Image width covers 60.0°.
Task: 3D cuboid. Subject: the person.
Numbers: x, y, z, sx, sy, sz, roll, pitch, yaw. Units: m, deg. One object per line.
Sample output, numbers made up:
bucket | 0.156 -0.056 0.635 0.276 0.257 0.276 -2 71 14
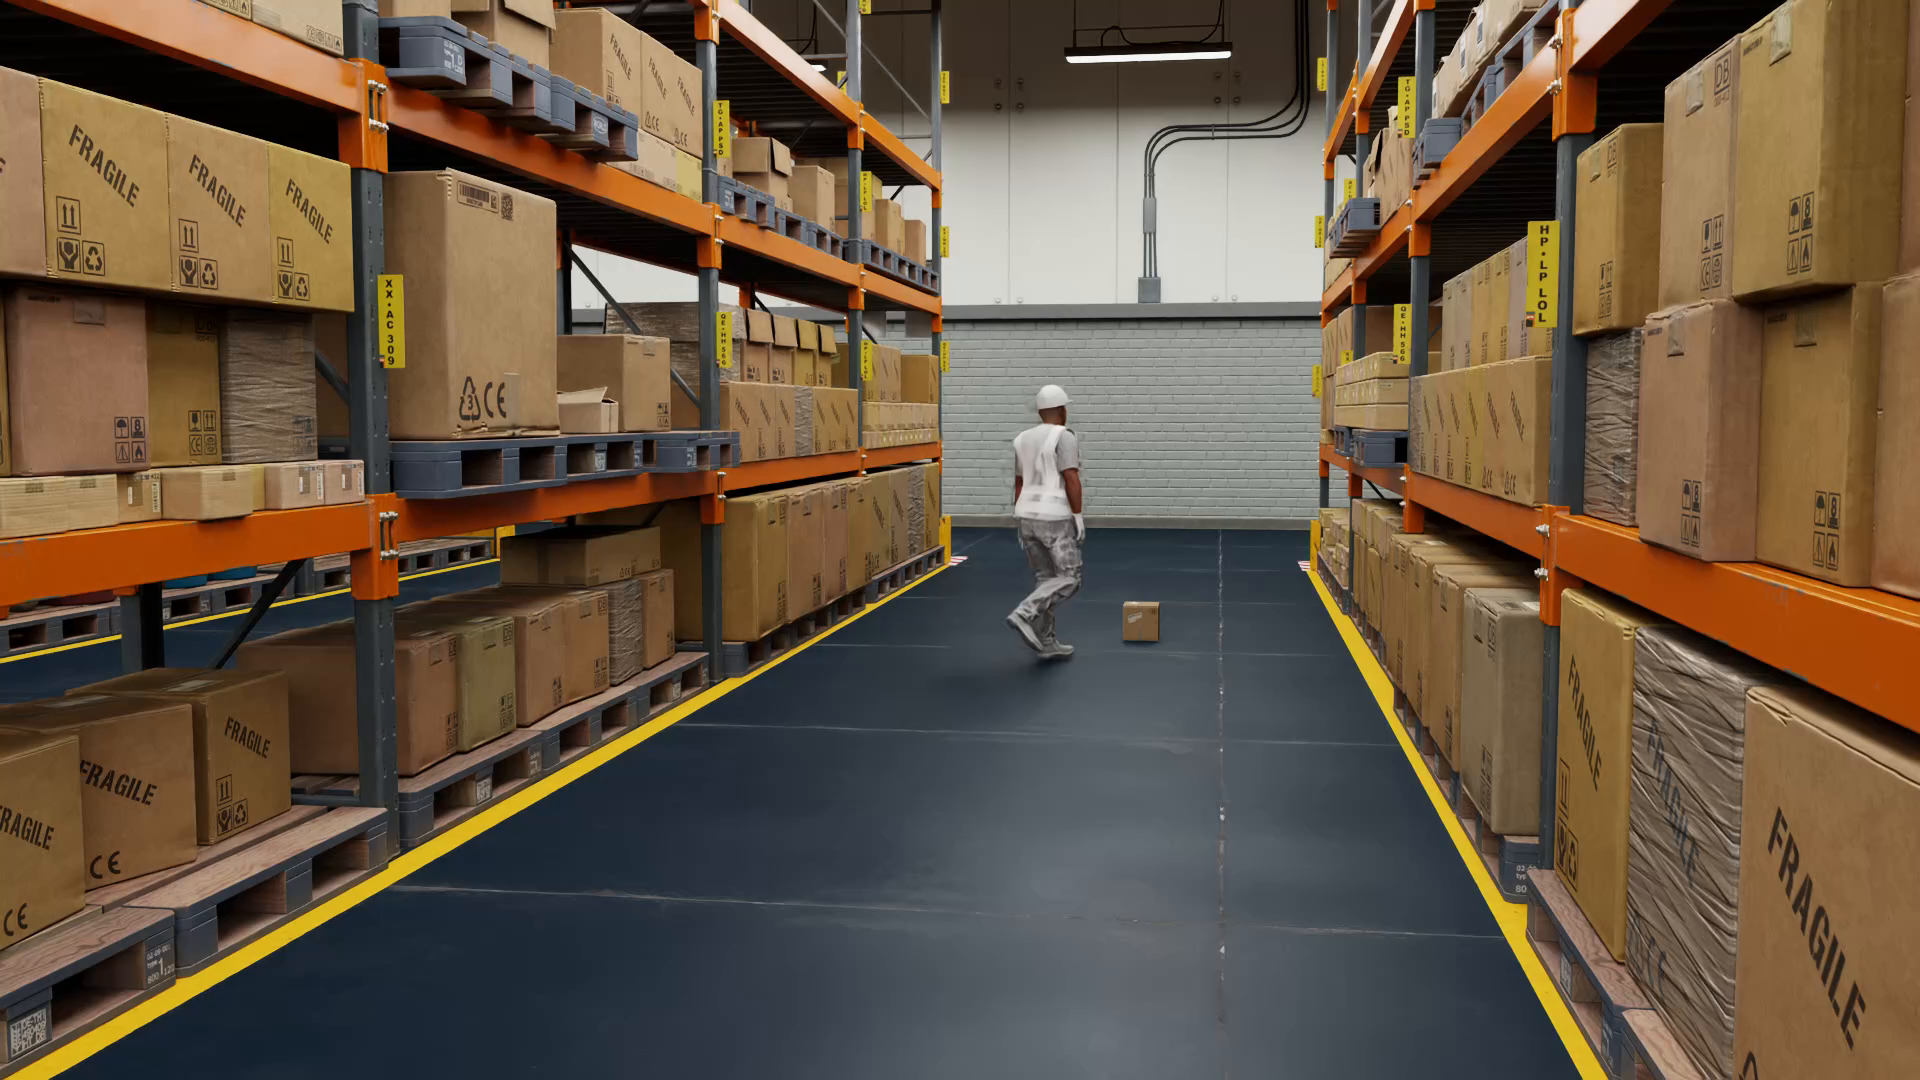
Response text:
person | 0.486 -0.108 10.672 0.678 1.765 0.603 -3 6 -38
